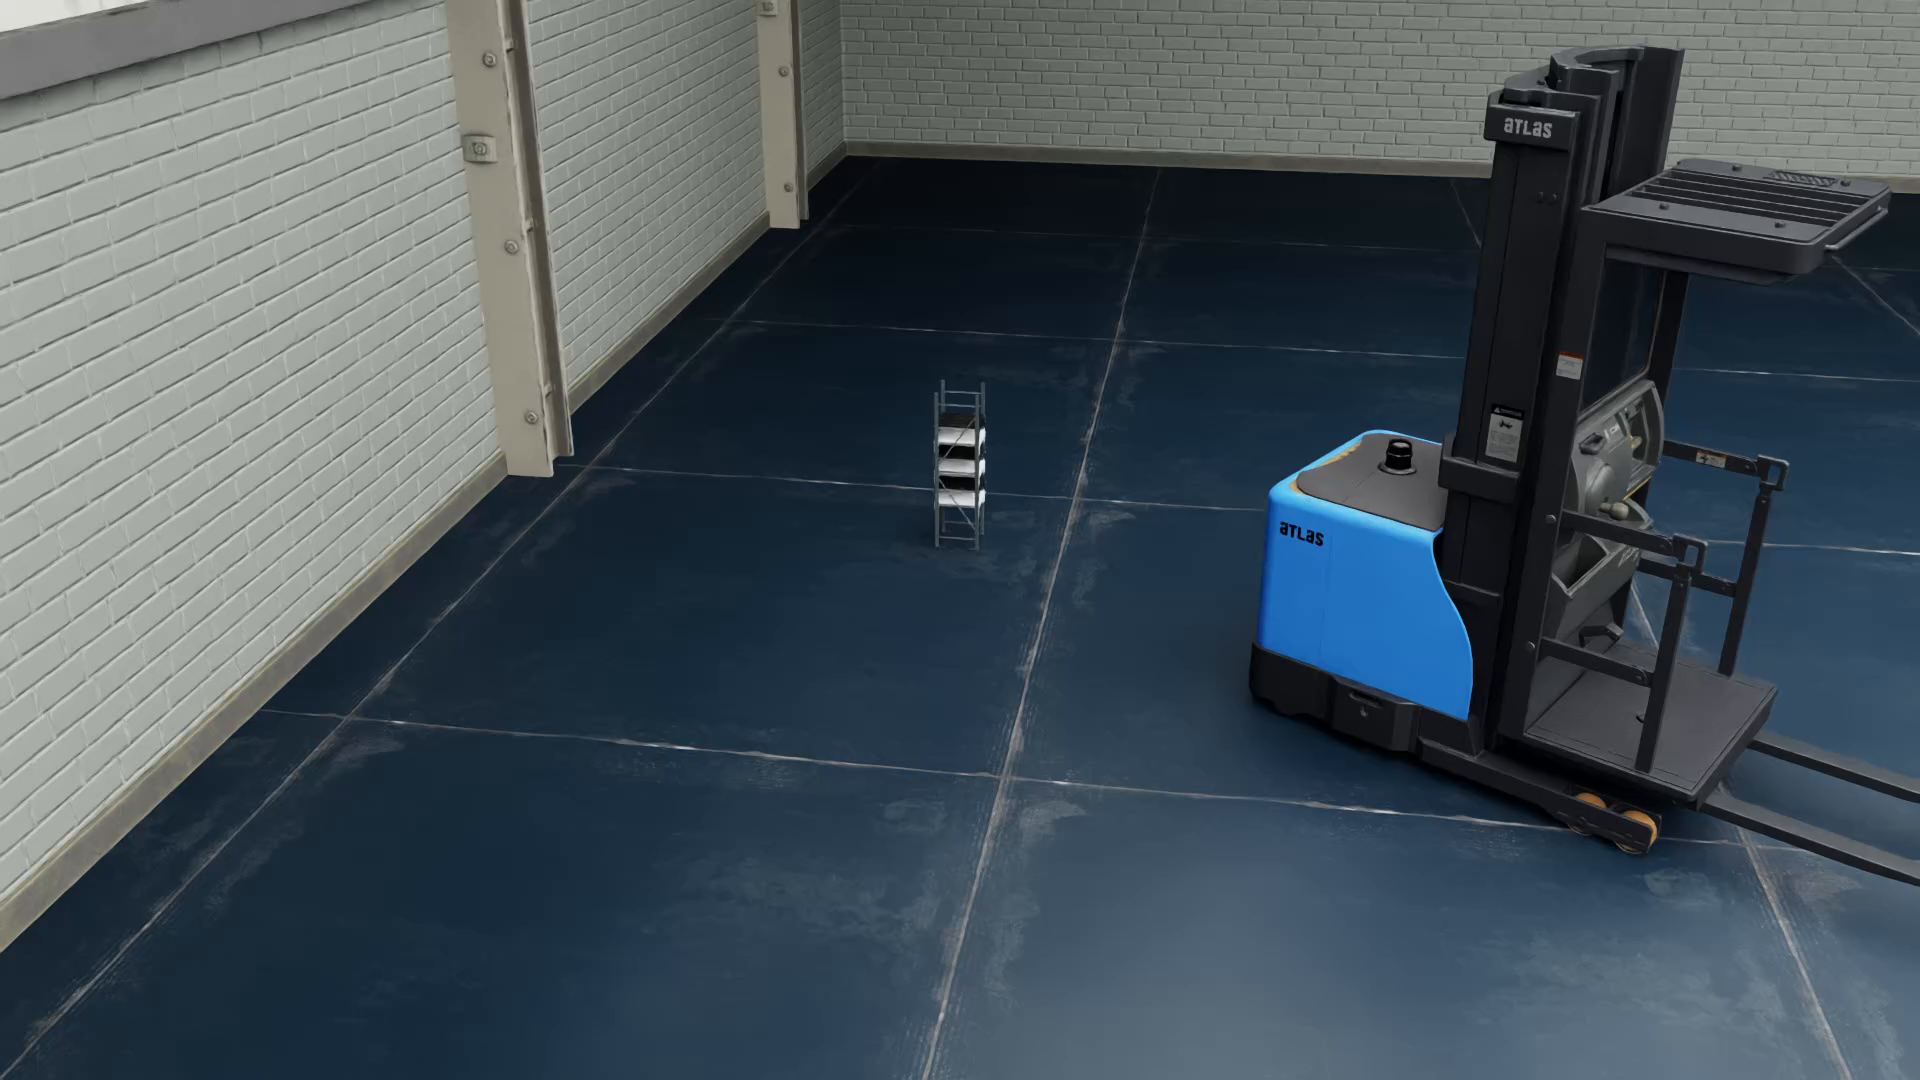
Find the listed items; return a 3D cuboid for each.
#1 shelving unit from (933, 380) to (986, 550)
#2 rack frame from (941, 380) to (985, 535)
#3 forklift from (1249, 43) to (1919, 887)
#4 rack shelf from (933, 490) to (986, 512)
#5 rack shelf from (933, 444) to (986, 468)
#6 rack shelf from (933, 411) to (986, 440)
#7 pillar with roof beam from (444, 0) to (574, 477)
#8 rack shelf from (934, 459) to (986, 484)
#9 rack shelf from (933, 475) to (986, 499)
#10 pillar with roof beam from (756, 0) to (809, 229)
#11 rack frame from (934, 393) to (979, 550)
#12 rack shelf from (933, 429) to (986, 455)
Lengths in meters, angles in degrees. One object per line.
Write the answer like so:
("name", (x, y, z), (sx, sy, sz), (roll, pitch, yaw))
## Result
("shelving unit", (-0.001, -0.404, 9.052), (0.258, 0.900, 0.210), (4, 25, 9))
("rack frame", (0.015, -0.447, 9.143), (0.240, 0.900, 0.006), (4, 25, 9))
("forklift", (2.779, -0.337, 6.513), (3.031, 2.935, 1.130), (20, 31, 36))
("rack shelf", (-0.001, -0.211, 9.142), (0.258, 0.077, 0.200), (4, 25, 9))
("rack shelf", (-0.001, -0.455, 9.028), (0.258, 0.077, 0.200), (4, 25, 9))
("rack shelf", (-0.001, -0.619, 8.952), (0.258, 0.077, 0.200), (4, 25, 9))
("pillar with roof beam", (1.650, -4.250, 7.714), (9.100, 9.000, 0.400), (4, 25, 9))
("rack shelf", (-0.001, -0.374, 9.066), (0.258, 0.077, 0.200), (4, 25, 9))
("rack shelf", (-0.001, -0.292, 9.104), (0.258, 0.077, 0.200), (4, 25, 9))
("pillar with roof beam", (2.631, -6.759, 13.075), (9.100, 9.000, 0.400), (4, 25, 9))
("rack frame", (-0.018, -0.362, 8.961), (0.240, 0.900, 0.006), (4, 25, 9))
("rack shelf", (-0.001, -0.537, 8.990), (0.258, 0.077, 0.200), (4, 25, 9))
